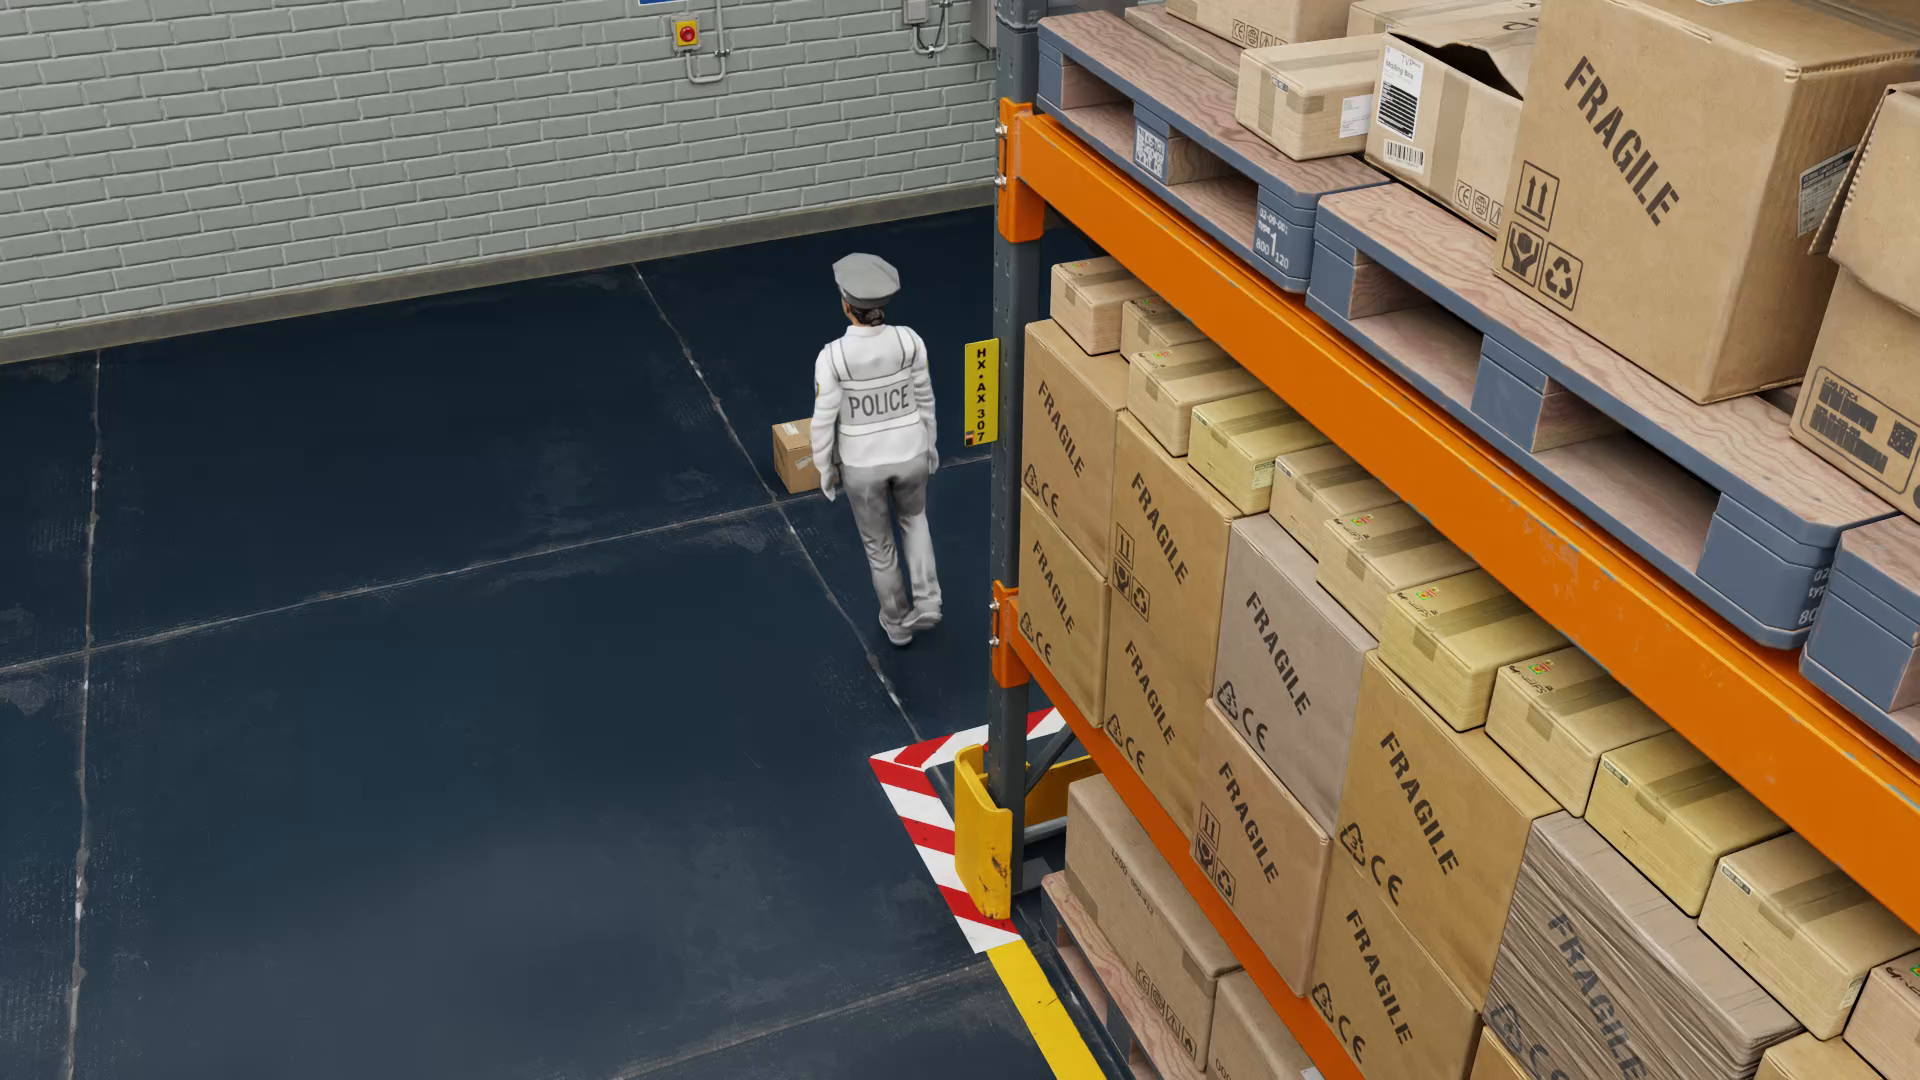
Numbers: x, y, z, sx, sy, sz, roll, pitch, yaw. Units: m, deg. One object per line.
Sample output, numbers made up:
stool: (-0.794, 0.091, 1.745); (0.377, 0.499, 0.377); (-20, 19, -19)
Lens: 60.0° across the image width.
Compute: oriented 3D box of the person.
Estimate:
person: (-0.301, -0.276, 6.513); (0.538, 1.674, 0.489); (-10, 35, -14)
